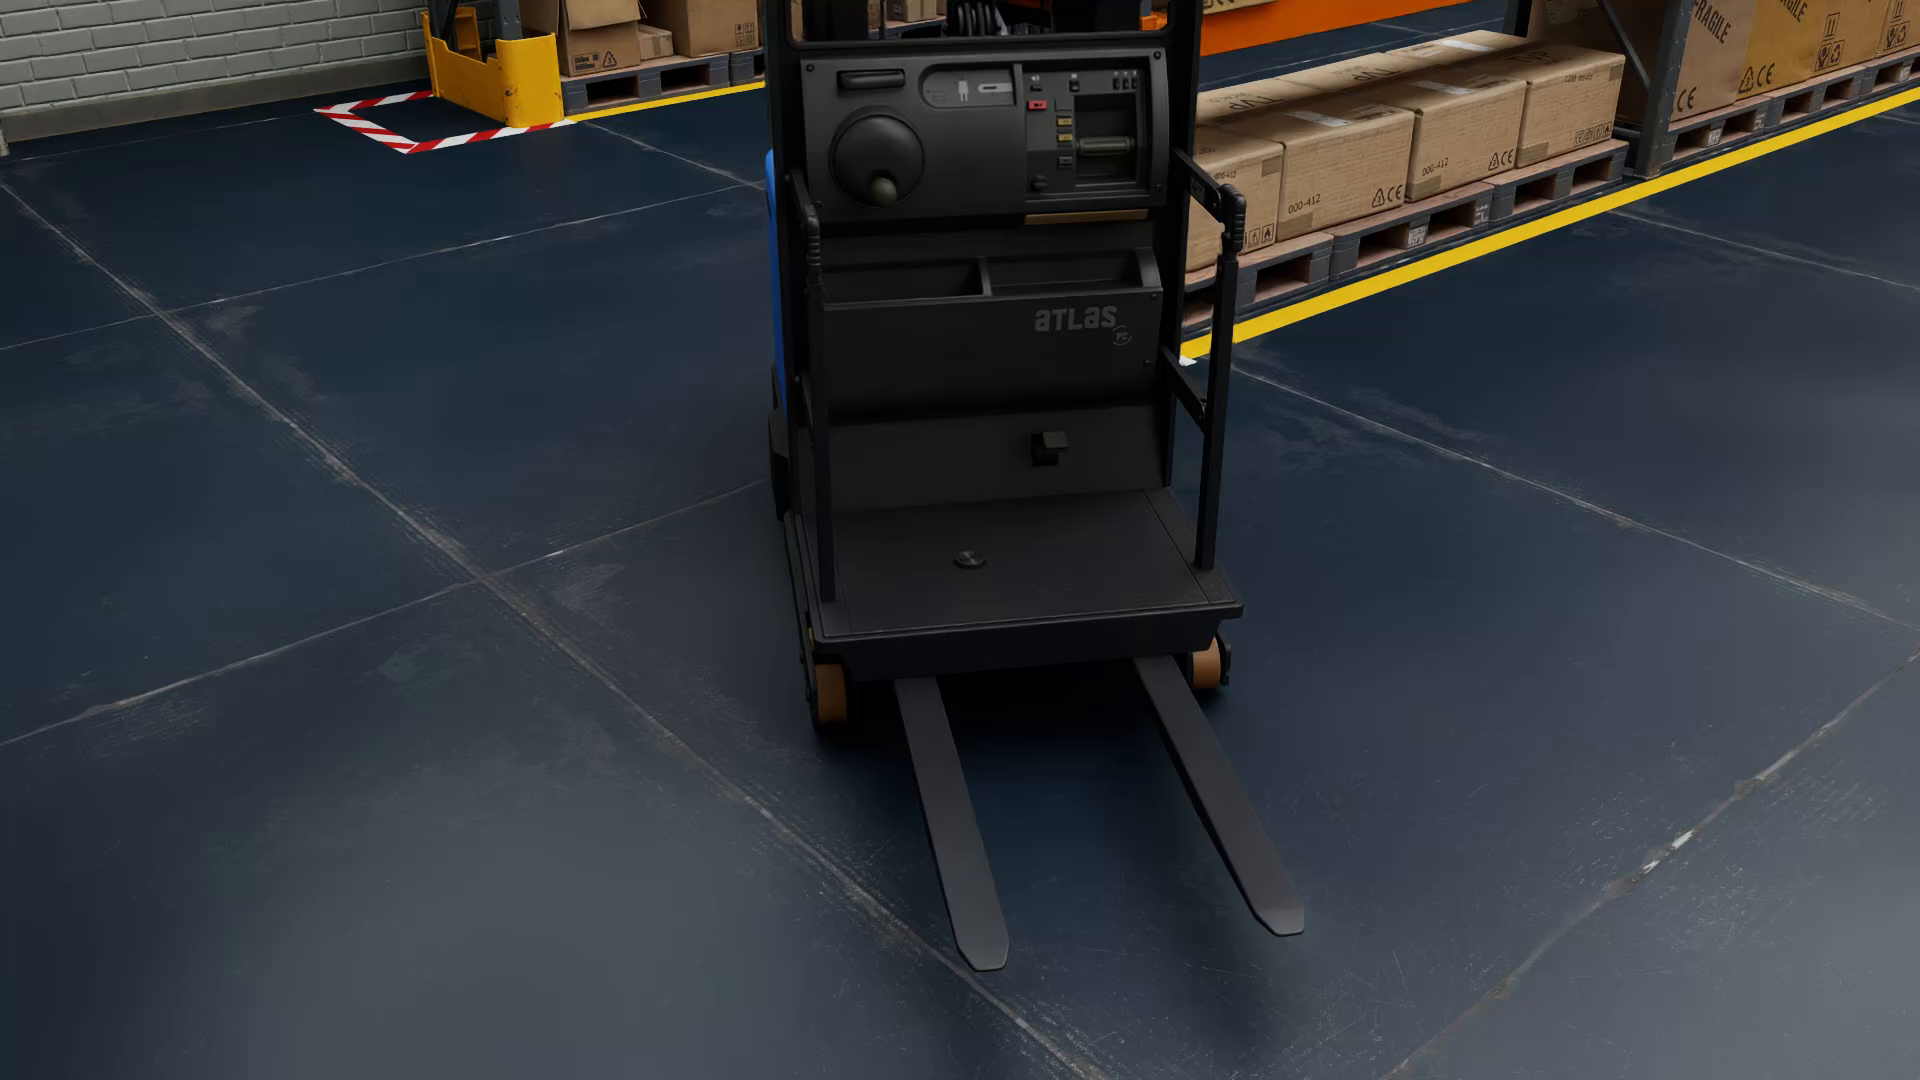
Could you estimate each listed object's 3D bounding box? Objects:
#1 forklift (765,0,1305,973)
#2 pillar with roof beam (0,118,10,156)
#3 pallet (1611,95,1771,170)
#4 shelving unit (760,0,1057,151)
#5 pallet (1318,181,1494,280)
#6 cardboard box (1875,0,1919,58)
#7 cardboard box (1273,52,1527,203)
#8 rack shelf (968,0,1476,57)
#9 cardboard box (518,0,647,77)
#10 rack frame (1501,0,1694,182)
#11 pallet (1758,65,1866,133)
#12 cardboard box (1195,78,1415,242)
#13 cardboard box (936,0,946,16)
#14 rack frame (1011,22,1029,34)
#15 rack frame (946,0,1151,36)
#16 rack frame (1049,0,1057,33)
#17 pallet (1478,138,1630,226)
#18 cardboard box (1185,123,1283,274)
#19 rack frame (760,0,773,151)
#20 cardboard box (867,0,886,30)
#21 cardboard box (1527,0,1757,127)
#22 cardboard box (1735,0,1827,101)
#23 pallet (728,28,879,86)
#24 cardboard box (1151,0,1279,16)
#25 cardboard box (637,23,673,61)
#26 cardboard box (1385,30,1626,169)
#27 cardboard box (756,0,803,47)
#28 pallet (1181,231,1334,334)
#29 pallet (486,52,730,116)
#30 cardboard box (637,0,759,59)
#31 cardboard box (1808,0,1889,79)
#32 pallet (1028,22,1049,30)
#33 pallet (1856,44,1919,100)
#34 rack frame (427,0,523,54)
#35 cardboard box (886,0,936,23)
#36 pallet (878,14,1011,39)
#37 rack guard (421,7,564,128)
[{"bbox_3d":[0.107,-0.992,3.996,1.130,2.935,3.031,-5,28,-8],"label":"forklift"},{"bbox_3d":[-2.753,-4.571,4.256,0.400,9.000,9.100,-22,35,-35],"label":"pillar with roof beam"},{"bbox_3d":[3.894,-2.448,9.608,1.213,0.211,1.003,-22,35,-35],"label":"pallet"},{"bbox_3d":[-0.140,-1.210,5.888,1.048,1.500,0.538,-3,25,-6],"label":"shelving unit"},{"bbox_3d":[1.798,-1.606,8.031,1.213,0.211,1.003,-22,35,-35],"label":"pallet"},{"bbox_3d":[5.820,-3.705,10.810,0.875,0.875,0.875,-22,35,-35],"label":"cardboard box"},{"bbox_3d":[2.128,-2.043,8.163,0.875,0.438,0.875,-23,36,-36],"label":"cardboard box"},{"bbox_3d":[1.835,-2.486,7.483,4.000,0.370,1.077,-22,35,-35],"label":"rack shelf"},{"bbox_3d":[-2.384,-3.208,10.273,0.637,0.503,0.797,-24,36,-37],"label":"cardboard box"},{"bbox_3d":[3.356,-3.415,8.458,0.127,3.000,1.000,-22,35,-35],"label":"rack frame"},{"bbox_3d":[4.823,-2.824,10.310,1.213,0.211,1.003,-22,35,-35],"label":"pallet"},{"bbox_3d":[1.441,-1.768,7.648,0.875,0.438,0.875,-21,34,-34],"label":"cardboard box"},{"bbox_3d":[-0.101,-3.846,11.843,0.250,0.149,0.380,-23,36,-36],"label":"cardboard box"},{"bbox_3d":[0.132,-5.194,11.786,0.127,3.000,1.000,-22,35,-35],"label":"rack frame"},{"bbox_3d":[0.313,-2.192,6.168,0.127,3.000,1.000,-22,35,-35],"label":"rack frame"},{"bbox_3d":[0.365,-1.237,5.940,0.032,1.500,0.500,-3,25,-6],"label":"rack frame"},{"bbox_3d":[2.727,-1.981,8.733,1.213,0.211,1.003,-22,35,-35],"label":"pallet"},{"bbox_3d":[0.751,-1.485,7.118,0.875,0.438,0.875,-23,36,-37],"label":"cardboard box"},{"bbox_3d":[-0.645,-1.182,5.835,0.032,1.500,0.500,-3,25,-6],"label":"rack frame"},{"bbox_3d":[-0.919,-3.771,11.331,0.500,0.500,0.700,-23,36,-37],"label":"cardboard box"},{"bbox_3d":[3.776,-2.882,9.269,0.875,0.875,0.875,-21,34,-33],"label":"cardboard box"},{"bbox_3d":[4.458,-3.161,9.791,0.875,0.875,0.875,-21,34,-34],"label":"cardboard box"},{"bbox_3d":[-1.320,-3.379,11.349,1.213,0.211,1.003,-22,35,-35],"label":"pallet"},{"bbox_3d":[0.865,-2.280,6.227,0.500,0.500,0.500,-22,35,-35],"label":"cardboard box"},{"bbox_3d":[-2.036,-3.167,10.573,0.250,0.149,0.380,-24,36,-37],"label":"cardboard box"},{"bbox_3d":[2.809,-2.317,8.676,0.875,0.438,0.875,-22,35,-36],"label":"cardboard box"},{"bbox_3d":[-1.242,-3.580,10.972,0.500,0.500,0.500,-21,35,-34],"label":"cardboard box"},{"bbox_3d":[0.871,-1.234,7.336,1.213,0.211,1.003,-22,35,-35],"label":"pallet"},{"bbox_3d":[-2.247,-3.008,10.654,1.213,0.211,1.003,-22,35,-35],"label":"pallet"},{"bbox_3d":[-1.709,-3.454,10.737,0.500,0.500,0.700,-20,34,-33],"label":"cardboard box"},{"bbox_3d":[5.139,-3.434,10.302,0.875,0.875,0.875,-21,35,-34],"label":"cardboard box"},{"bbox_3d":[0.726,-4.226,12.935,1.213,0.211,1.003,-22,35,-35],"label":"pallet"},{"bbox_3d":[5.751,-3.195,11.004,1.213,0.211,1.003,-22,35,-35],"label":"pallet"},{"bbox_3d":[-2.911,-3.970,9.497,0.127,3.000,1.000,-22,35,-35],"label":"rack frame"},{"bbox_3d":[-0.373,-3.788,11.611,0.258,0.266,0.396,-20,34,-33],"label":"cardboard box"},{"bbox_3d":[-0.391,-3.754,12.051,1.213,0.211,1.003,-22,35,-35],"label":"pallet"},{"bbox_3d":[-2.853,-2.891,10.129,0.348,0.500,1.175,-22,35,-35],"label":"rack guard"}]
